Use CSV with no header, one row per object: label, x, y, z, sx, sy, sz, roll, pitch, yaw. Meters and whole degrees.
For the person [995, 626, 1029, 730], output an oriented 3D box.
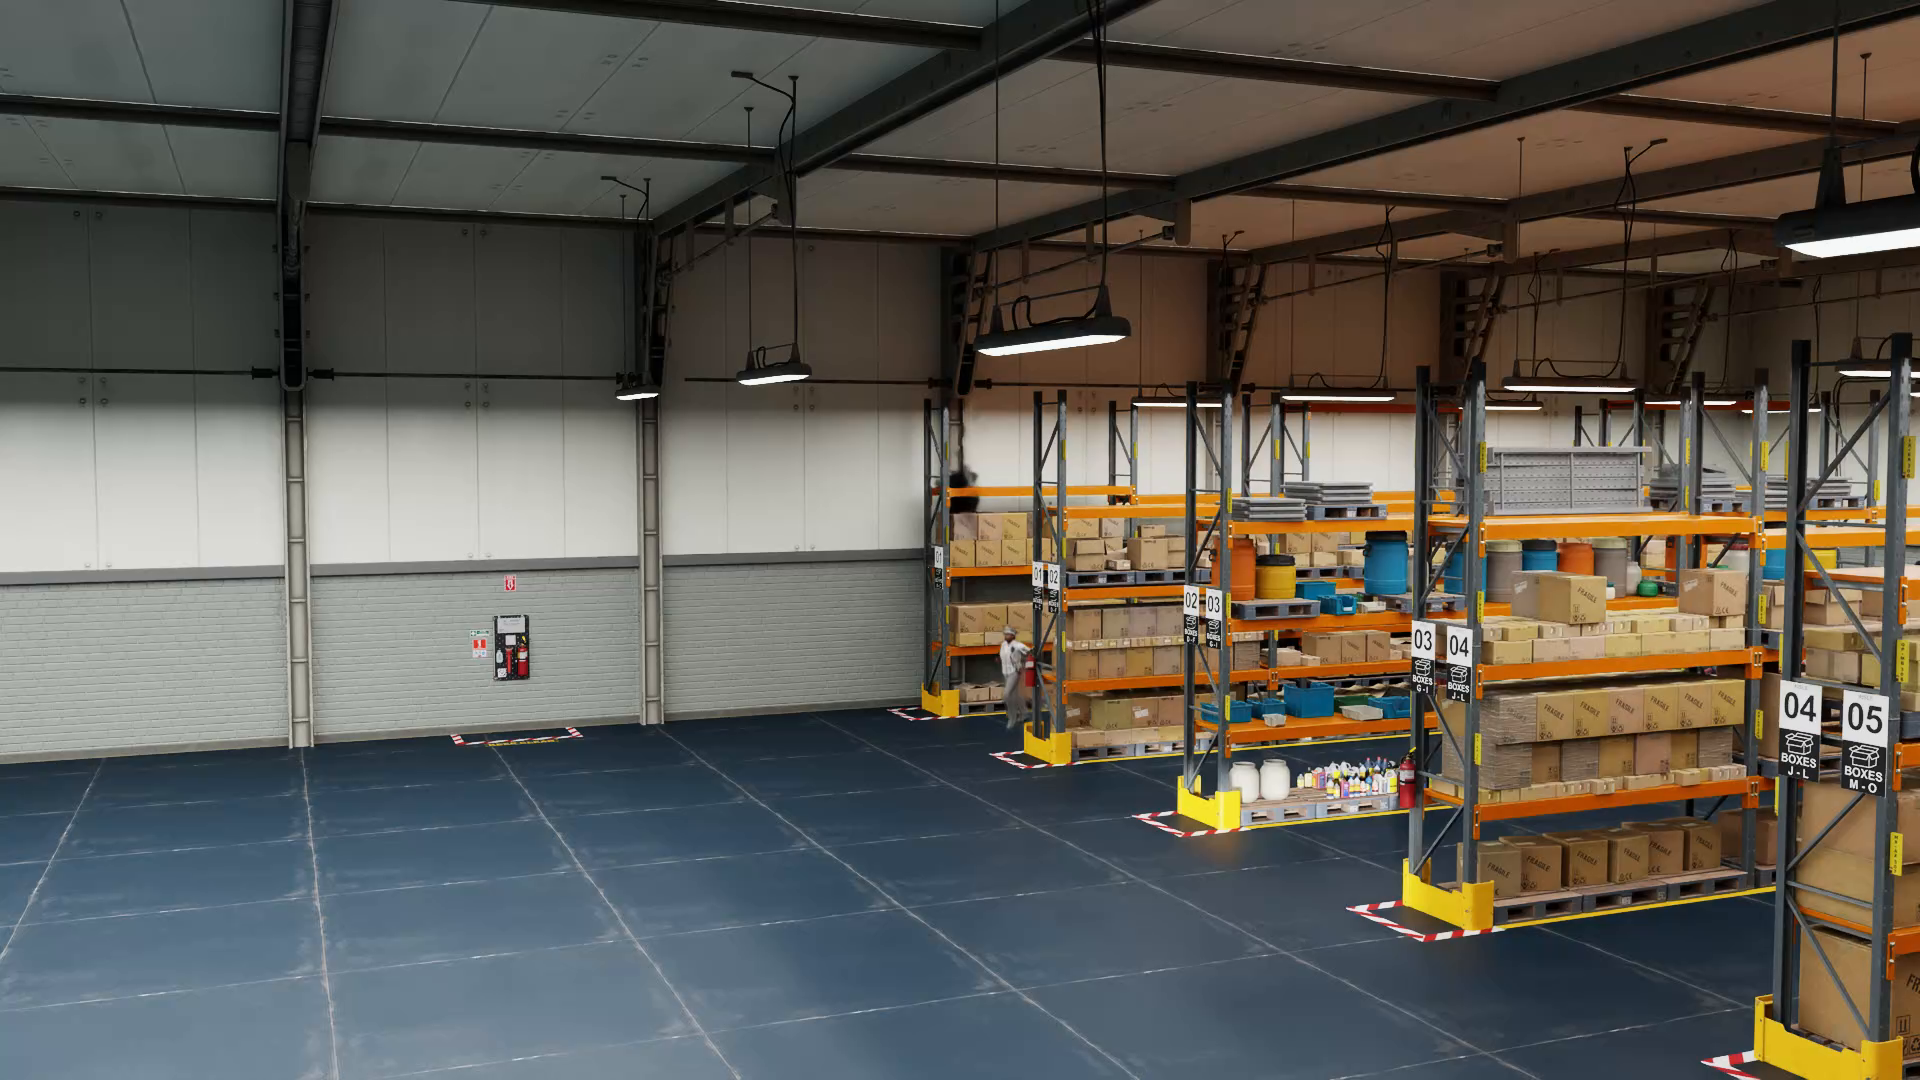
person,0.911,2.373,28.815,0.740,1.780,0.558,-3,4,-39
